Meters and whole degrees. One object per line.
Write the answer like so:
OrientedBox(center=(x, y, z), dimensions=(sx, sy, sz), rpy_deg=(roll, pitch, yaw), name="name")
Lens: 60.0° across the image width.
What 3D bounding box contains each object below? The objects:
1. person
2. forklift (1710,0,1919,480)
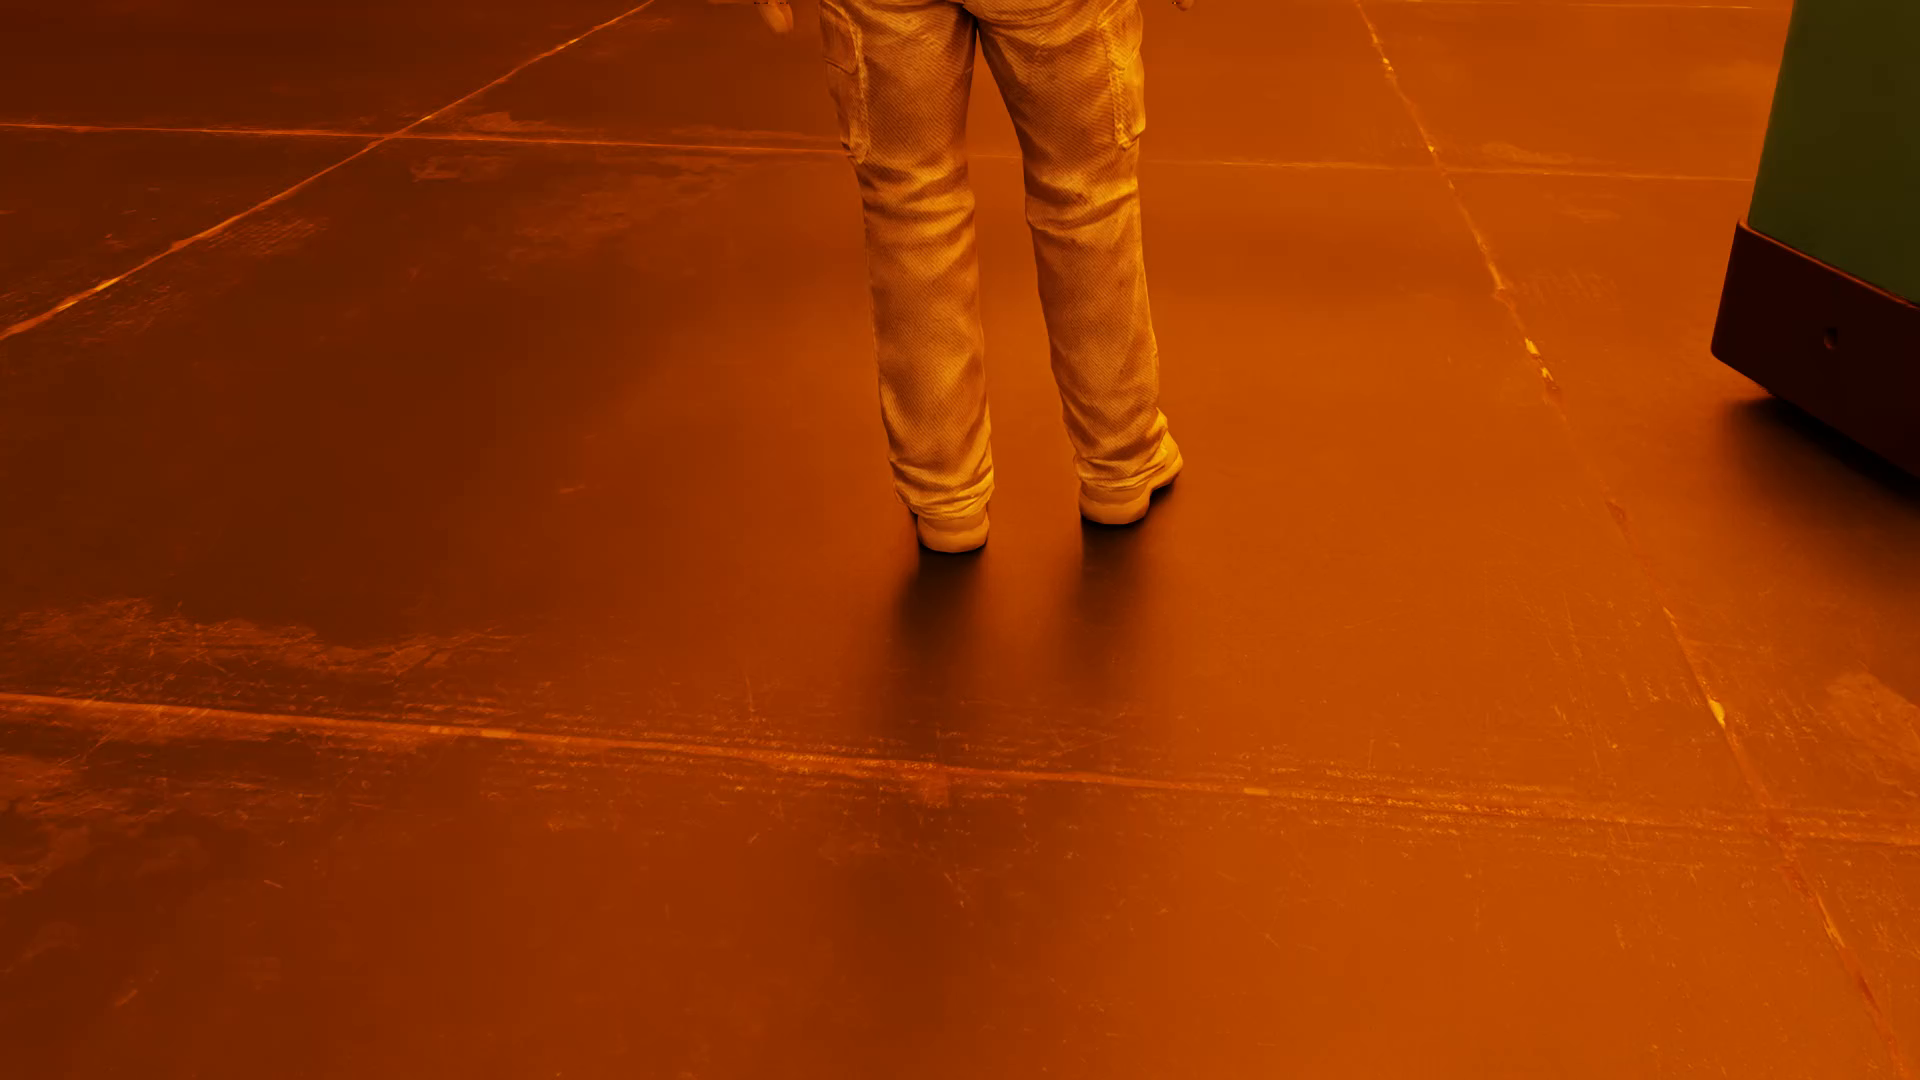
OrientedBox(center=(0.017, -0.836, 2.162), dimensions=(0.656, 1.784, 0.575), rpy_deg=(3, 27, 7), name="person")
OrientedBox(center=(2.927, -1.500, 2.223), dimensions=(3.031, 2.935, 1.130), rpy_deg=(-4, 27, -9), name="forklift")
